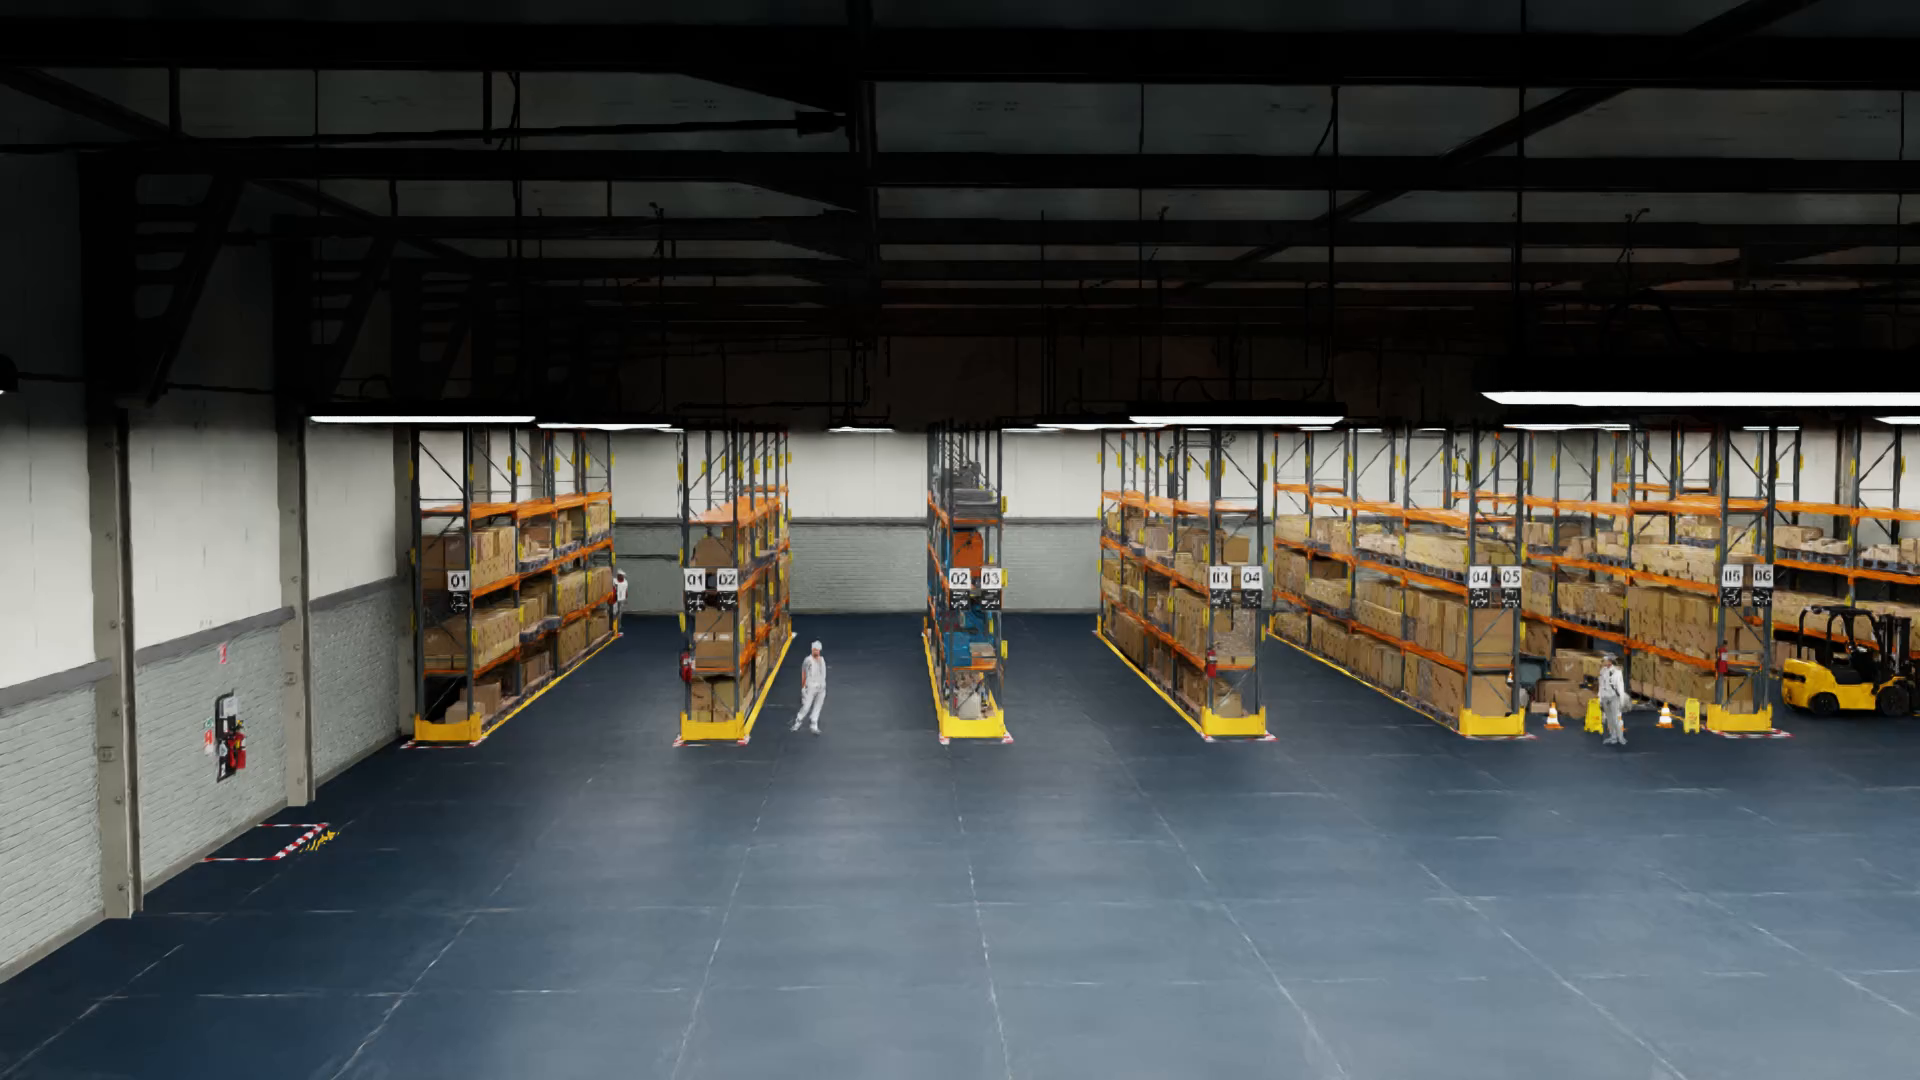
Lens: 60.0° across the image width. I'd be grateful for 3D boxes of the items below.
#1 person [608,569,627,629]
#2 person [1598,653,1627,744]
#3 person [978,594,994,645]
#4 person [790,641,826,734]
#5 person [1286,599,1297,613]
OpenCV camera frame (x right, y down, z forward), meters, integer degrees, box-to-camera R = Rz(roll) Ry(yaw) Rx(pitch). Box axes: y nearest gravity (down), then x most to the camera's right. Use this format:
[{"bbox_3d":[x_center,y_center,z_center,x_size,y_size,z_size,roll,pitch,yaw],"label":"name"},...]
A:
[{"bbox_3d":[-10.051,1.727,48.785,0.616,1.759,0.571,-3,5,-38],"label":"person"},{"bbox_3d":[12.033,2.913,30.685,0.390,1.670,0.577,-2,4,-31],"label":"person"},{"bbox_3d":[0.526,2.036,44.769,0.530,1.606,0.936,-2,4,-25],"label":"person"},{"bbox_3d":[-2.863,2.803,31.647,0.717,1.777,0.530,-3,5,-41],"label":"person"},{"bbox_3d":[9.856,1.688,49.112,0.460,1.762,0.690,-3,4,-35],"label":"person"}]
